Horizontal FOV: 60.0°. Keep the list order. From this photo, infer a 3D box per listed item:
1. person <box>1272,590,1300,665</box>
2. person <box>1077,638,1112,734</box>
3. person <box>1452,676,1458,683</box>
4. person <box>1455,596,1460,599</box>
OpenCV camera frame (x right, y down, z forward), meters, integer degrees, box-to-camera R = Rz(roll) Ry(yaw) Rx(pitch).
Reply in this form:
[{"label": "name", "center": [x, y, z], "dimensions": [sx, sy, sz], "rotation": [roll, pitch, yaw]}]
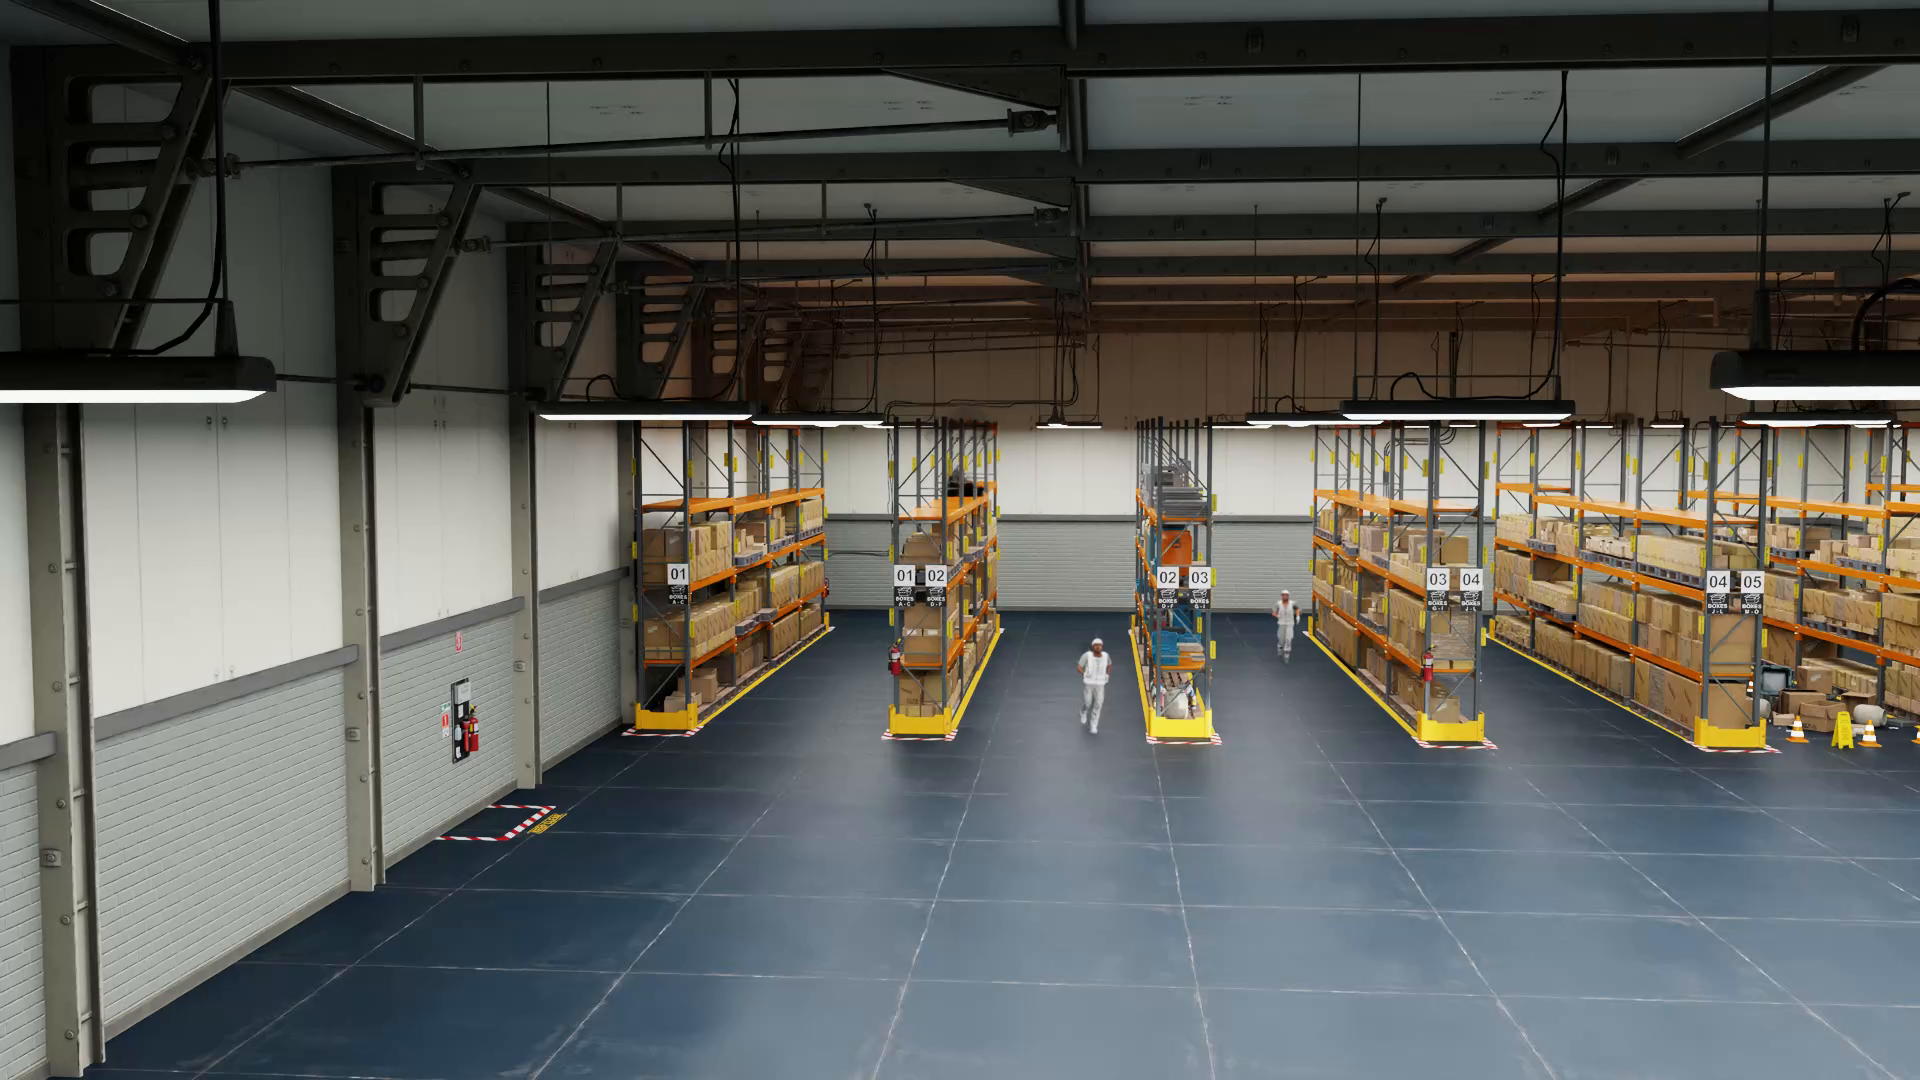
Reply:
[{"label": "person", "center": [8.088, 2.130, 41.272], "dimensions": [0.670, 1.796, 1.002], "rotation": [1, 4, 13]}, {"label": "person", "center": [2.584, 2.767, 31.889], "dimensions": [0.693, 1.782, 0.833], "rotation": [0, 4, -6]}, {"label": "person", "center": [11.423, 2.342, 38.219], "dimensions": [0.690, 1.814, 0.832], "rotation": [0, 4, 4]}, {"label": "person", "center": [13.437, 1.934, 45.141], "dimensions": [0.674, 1.658, 0.924], "rotation": [1, 4, 15]}]
